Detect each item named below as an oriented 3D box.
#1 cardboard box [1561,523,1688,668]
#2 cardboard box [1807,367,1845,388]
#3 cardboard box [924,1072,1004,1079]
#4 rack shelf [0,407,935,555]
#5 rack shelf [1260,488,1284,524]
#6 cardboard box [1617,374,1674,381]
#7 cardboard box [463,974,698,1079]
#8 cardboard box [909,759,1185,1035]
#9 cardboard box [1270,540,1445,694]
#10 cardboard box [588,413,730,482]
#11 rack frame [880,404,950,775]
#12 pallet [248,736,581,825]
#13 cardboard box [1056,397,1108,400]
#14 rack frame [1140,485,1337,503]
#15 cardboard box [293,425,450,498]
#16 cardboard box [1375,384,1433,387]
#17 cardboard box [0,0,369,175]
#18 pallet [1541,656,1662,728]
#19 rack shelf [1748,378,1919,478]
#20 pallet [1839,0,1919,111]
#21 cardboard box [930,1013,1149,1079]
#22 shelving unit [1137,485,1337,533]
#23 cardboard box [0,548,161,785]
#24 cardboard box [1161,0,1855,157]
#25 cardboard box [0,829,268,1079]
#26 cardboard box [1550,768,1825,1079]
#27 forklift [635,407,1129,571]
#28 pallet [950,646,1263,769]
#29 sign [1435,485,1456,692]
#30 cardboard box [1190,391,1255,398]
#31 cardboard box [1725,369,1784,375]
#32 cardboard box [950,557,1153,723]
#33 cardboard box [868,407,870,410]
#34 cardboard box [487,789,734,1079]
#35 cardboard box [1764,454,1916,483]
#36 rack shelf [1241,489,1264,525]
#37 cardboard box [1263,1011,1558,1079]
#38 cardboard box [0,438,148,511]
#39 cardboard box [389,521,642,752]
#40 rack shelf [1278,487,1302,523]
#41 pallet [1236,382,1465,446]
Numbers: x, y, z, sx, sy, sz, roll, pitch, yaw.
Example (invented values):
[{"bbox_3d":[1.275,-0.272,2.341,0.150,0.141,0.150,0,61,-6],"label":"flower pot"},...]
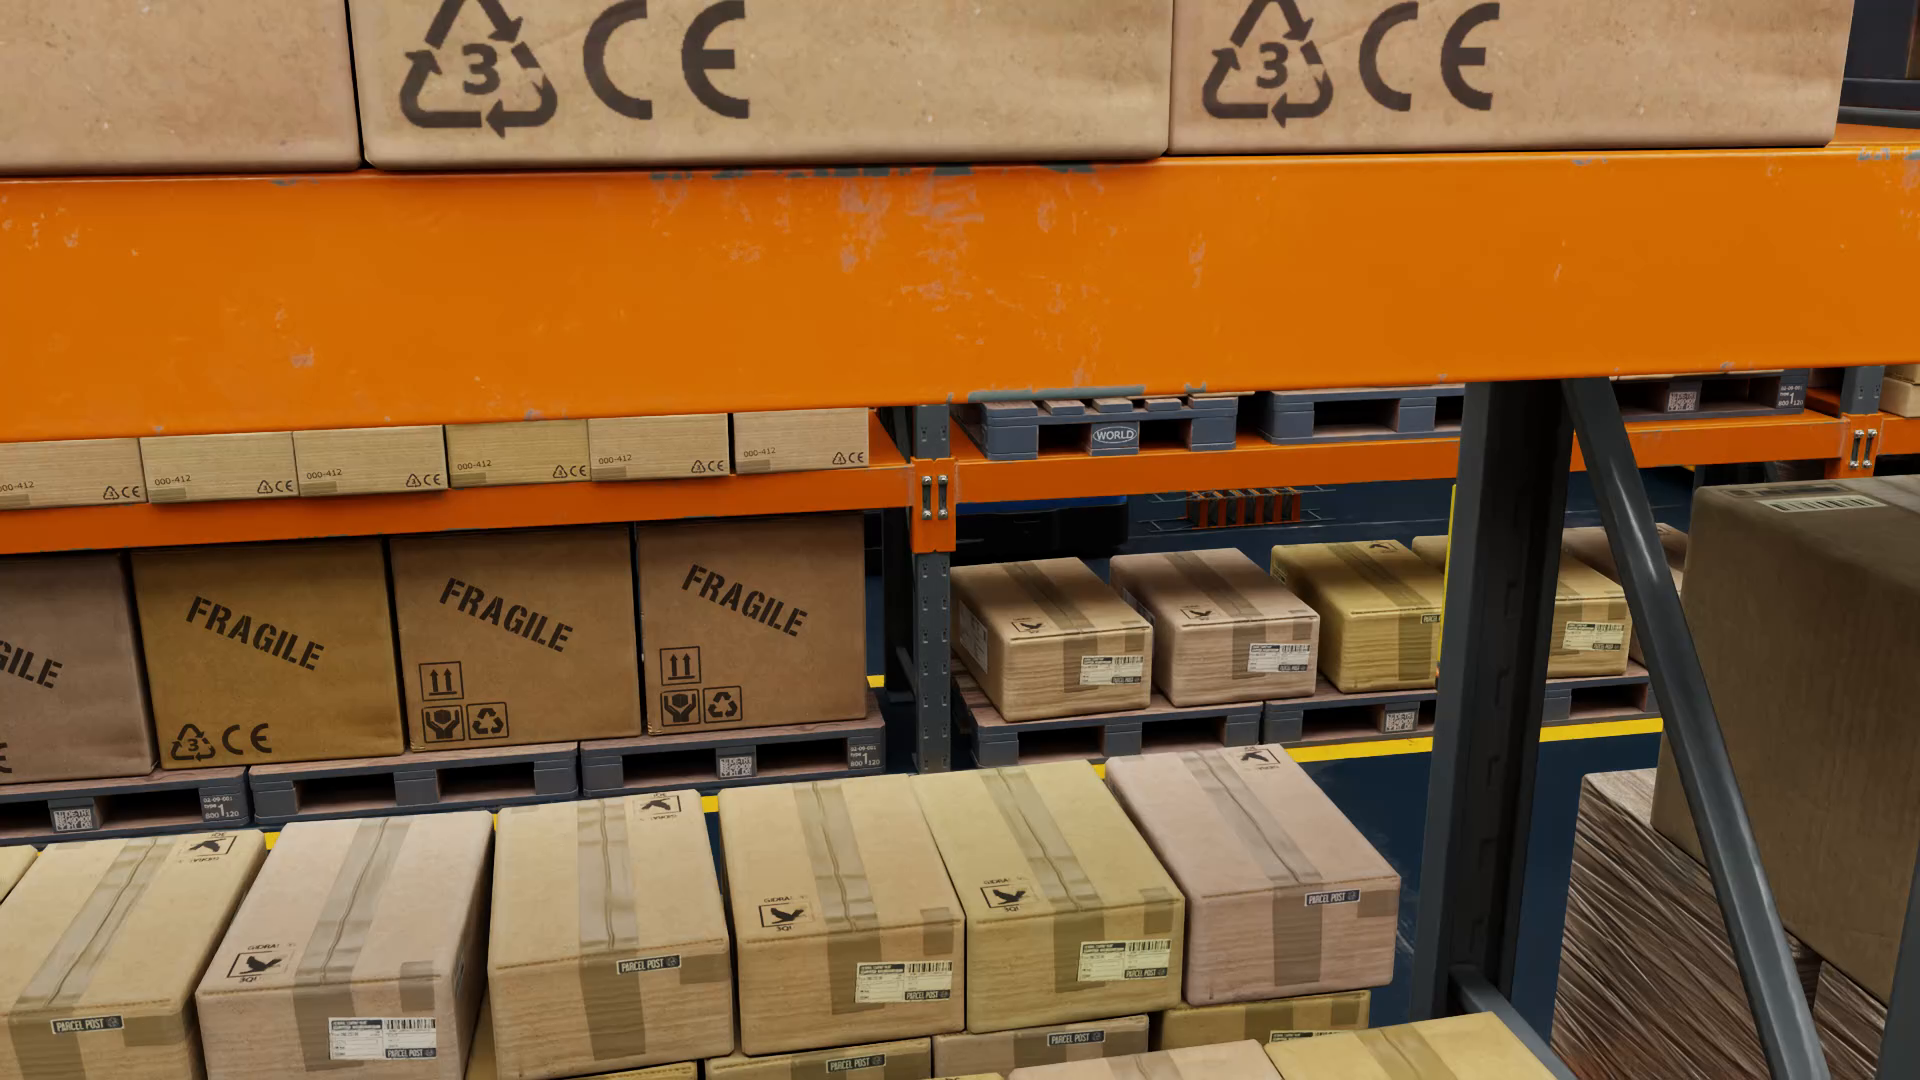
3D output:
[{"bbox_3d":[3.219,0.242,7.675,0.625,0.372,0.950,-3,17,-10],"label":"cardboard box"},{"bbox_3d":[3.992,-0.829,7.829,0.250,0.149,0.380,-3,17,-11],"label":"cardboard box"},{"bbox_3d":[-0.054,0.623,1.373,0.250,0.149,0.380,-3,17,-9],"label":"cardboard box"},{"bbox_3d":[-2.157,-0.165,6.466,4.000,0.370,1.077,-3,17,-10],"label":"rack shelf"},{"bbox_3d":[1.883,-0.221,10.201,0.103,0.180,0.258,-4,18,-13],"label":"rack shelf"},{"bbox_3d":[2.772,-0.781,6.959,0.250,0.149,0.380,-4,17,-11],"label":"cardboard box"},{"bbox_3d":[-0.443,0.593,1.979,0.250,0.149,0.380,-3,17,-10],"label":"cardboard box"},{"bbox_3d":[0.091,0.422,2.030,0.250,0.149,0.380,-4,17,-12],"label":"cardboard box"},{"bbox_3d":[1.832,0.322,7.414,0.625,0.372,0.950,-3,17,-9],"label":"cardboard box"},{"bbox_3d":[-1.139,-0.413,6.302,0.500,0.250,0.500,-3,17,-9],"label":"cardboard box"},{"bbox_3d":[-0.193,-0.620,6.723,0.127,3.000,1.000,-3,17,-10],"label":"rack frame"},{"bbox_3d":[-2.177,0.802,6.842,1.213,0.211,1.003,-3,17,-10],"label":"pallet"},{"bbox_3d":[0.445,-0.672,6.602,0.250,0.149,0.380,-4,18,-14],"label":"cardboard box"},{"bbox_3d":[1.693,-0.295,10.131,1.200,0.006,0.240,-4,18,-13],"label":"rack frame"},{"bbox_3d":[-2.132,-0.353,6.107,0.500,0.250,0.500,-4,17,-11],"label":"cardboard box"},{"bbox_3d":[1.757,-0.742,6.830,0.250,0.149,0.380,-3,17,-9],"label":"cardboard box"},{"bbox_3d":[-0.648,-0.517,1.108,0.500,0.500,0.500,-3,17,-10],"label":"cardboard box"},{"bbox_3d":[2.970,0.534,7.715,1.213,0.211,1.003,-3,17,-10],"label":"pallet"},{"bbox_3d":[5.698,-0.611,7.916,4.000,0.370,1.077,-3,17,-10],"label":"rack shelf"},{"bbox_3d":[1.467,-0.594,1.849,1.003,0.211,1.213,-2,17,-8],"label":"pallet"},{"bbox_3d":[0.066,0.563,2.076,0.250,0.149,0.380,-2,17,-8],"label":"cardboard box"},{"bbox_3d":[1.693,-0.208,10.158,1.200,0.189,0.258,-4,18,-13],"label":"shelving unit"},{"bbox_3d":[-3.527,0.360,6.435,0.875,0.875,0.875,-3,17,-9],"label":"cardboard box"},{"bbox_3d":[0.332,-0.576,1.298,0.500,0.500,0.500,-3,17,-10],"label":"cardboard box"},{"bbox_3d":[-0.936,0.479,1.841,0.250,0.149,0.380,-3,17,-9],"label":"cardboard box"},{"bbox_3d":[1.236,0.651,2.414,0.500,0.500,0.500,-3,17,-10],"label":"cardboard box"},{"bbox_3d":[-0.607,-1.361,9.250,3.031,2.935,1.130,-4,17,-12],"label":"forklift"},{"bbox_3d":[0.574,0.669,7.273,1.213,0.211,1.003,-3,17,-10],"label":"pallet"},{"bbox_3d":[0.736,0.088,2.446,0.005,0.325,0.100,-3,17,-10],"label":"sign"},{"bbox_3d":[0.996,-0.683,6.639,0.250,0.149,0.380,-3,17,-10],"label":"cardboard box"},{"bbox_3d":[3.281,-0.816,7.071,0.250,0.149,0.380,-3,17,-10],"label":"cardboard box"},{"bbox_3d":[0.363,0.406,7.140,0.625,0.372,0.950,-4,18,-14],"label":"cardboard box"},{"bbox_3d":[-0.524,-1.147,11.768,0.625,0.625,0.875,-3,17,-9],"label":"cardboard box"},{"bbox_3d":[-0.411,0.449,1.942,0.250,0.149,0.380,-4,18,-13],"label":"cardboard box"},{"bbox_3d":[4.264,-0.198,8.039,0.500,0.500,0.500,-3,17,-11],"label":"cardboard box"},{"bbox_3d":[1.767,-0.213,10.175,0.103,0.180,0.258,-4,18,-13],"label":"rack shelf"},{"bbox_3d":[0.451,0.595,1.464,0.250,0.149,0.380,-4,18,-13],"label":"cardboard box"},{"bbox_3d":[-3.131,-0.304,5.947,0.500,0.250,0.500,-4,17,-12],"label":"cardboard box"},{"bbox_3d":[-1.764,0.258,6.768,0.875,0.875,0.875,-3,17,-10],"label":"cardboard box"},{"bbox_3d":[2.000,-0.229,10.228,0.103,0.180,0.258,-4,18,-13],"label":"rack shelf"},{"bbox_3d":[1.742,-0.651,7.148,1.213,0.211,1.003,-3,17,-10],"label":"pallet"}]
